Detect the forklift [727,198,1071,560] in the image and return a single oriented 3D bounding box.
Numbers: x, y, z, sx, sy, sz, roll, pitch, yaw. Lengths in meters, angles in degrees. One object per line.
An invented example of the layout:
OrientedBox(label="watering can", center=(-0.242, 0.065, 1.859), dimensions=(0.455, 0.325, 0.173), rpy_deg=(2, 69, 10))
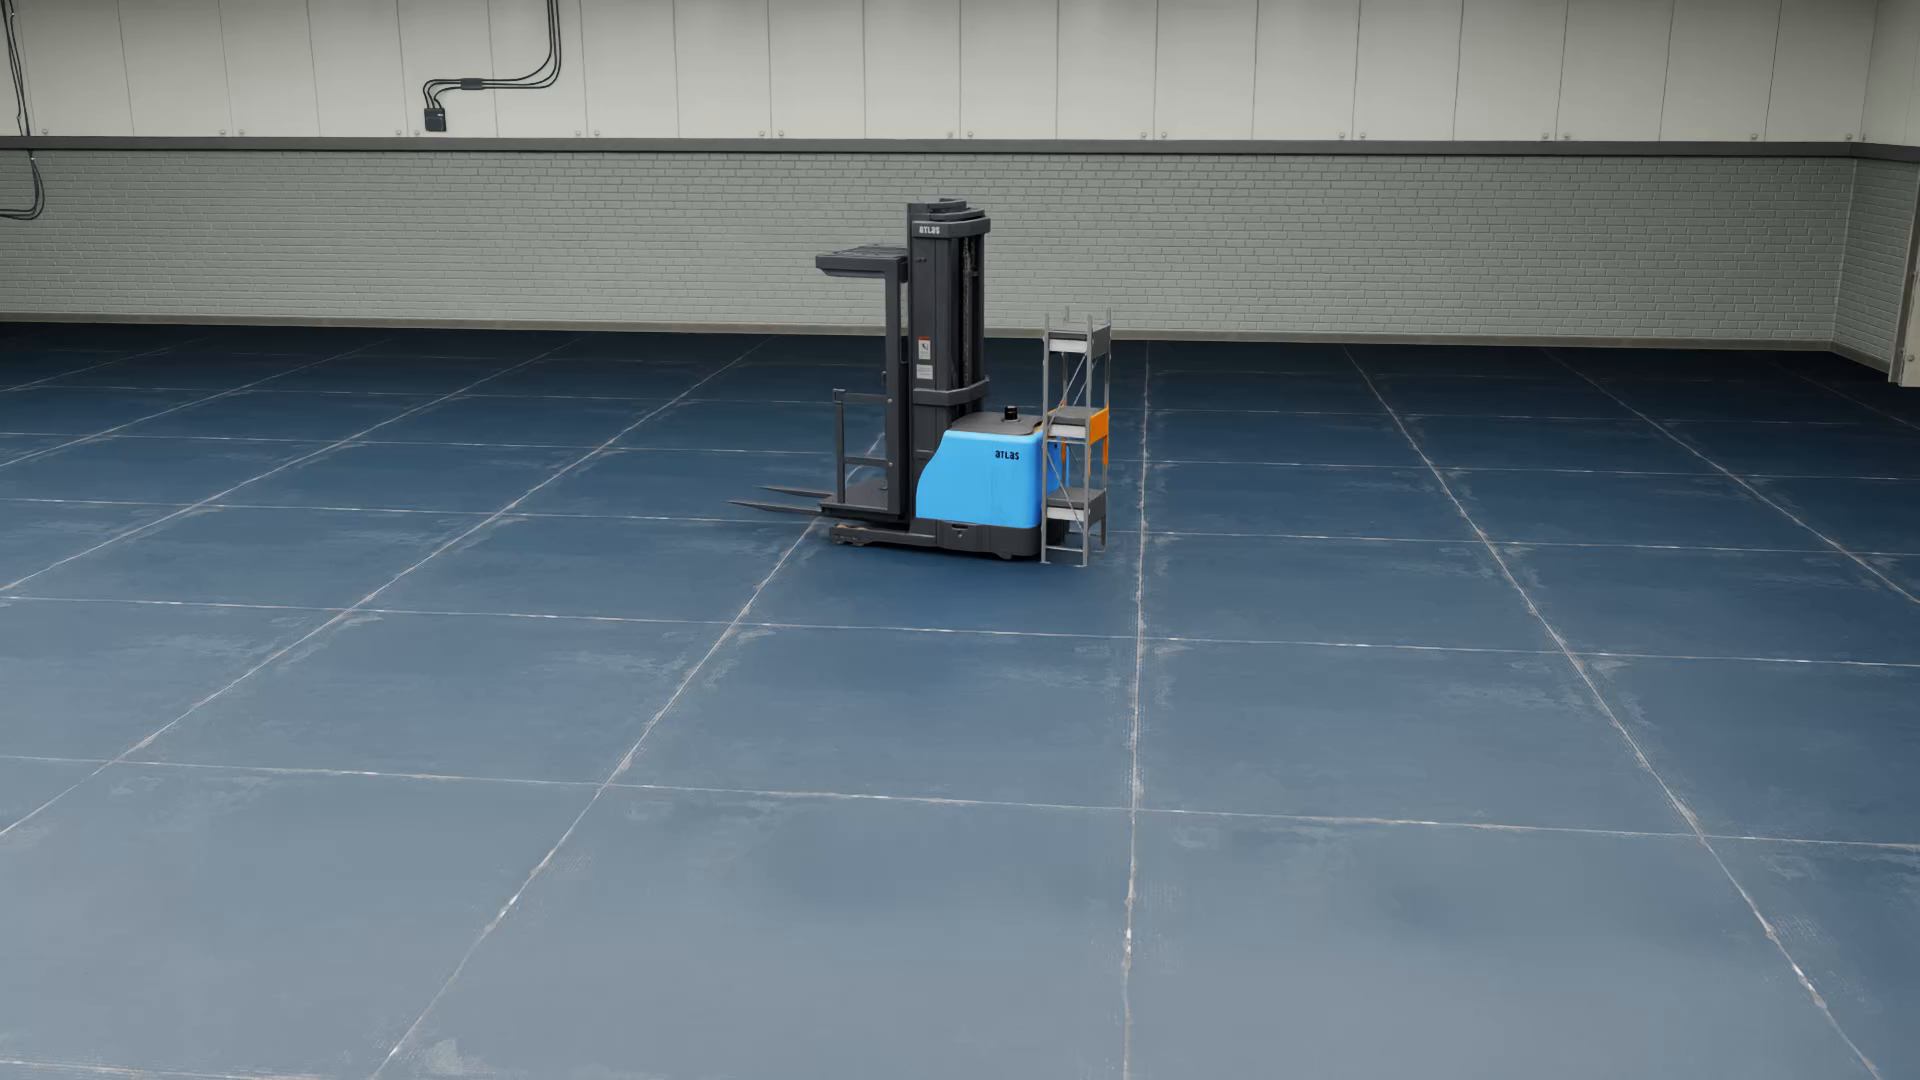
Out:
OrientedBox(label="forklift", center=(-0.590, -1.479, 14.516), dimensions=(3.031, 2.935, 1.130), rpy_deg=(6, 16, 22))

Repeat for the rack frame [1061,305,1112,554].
OrientedBox(label="rack frame", center=(1.064, -0.919, 14.037), dimensions=(0.400, 2.100, 0.015), rpy_deg=(6, 16, 22))

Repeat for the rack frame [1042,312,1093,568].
OrientedBox(label="rack frame", center=(0.876, -0.801, 13.602), dimensions=(0.400, 2.100, 0.015), rpy_deg=(6, 16, 22))

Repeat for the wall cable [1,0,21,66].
OrientedBox(label="wall cable", center=(-14.196, -8.962, 26.838), dimensions=(3.097, 2.526, 0.112), rpy_deg=(2, 15, 6))

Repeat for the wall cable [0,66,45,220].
OrientedBox(label="wall cable", center=(-16.884, -6.603, 27.792), dimensions=(3.097, 2.526, 0.112), rpy_deg=(2, 15, 6))

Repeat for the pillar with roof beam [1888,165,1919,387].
OrientedBox(label="pillar with roof beam", center=(8.491, -6.576, 21.743), dimensions=(9.100, 9.000, 0.400), rpy_deg=(2, 15, 6))

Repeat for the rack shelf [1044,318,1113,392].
OrientedBox(label="rack shelf", center=(0.970, -1.522, 13.640), dimensions=(0.431, 0.518, 0.480), rpy_deg=(6, 16, 22))

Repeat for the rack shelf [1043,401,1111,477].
OrientedBox(label="rack shelf", center=(0.970, -0.847, 13.823), dimensions=(0.431, 0.518, 0.480), rpy_deg=(6, 16, 22))

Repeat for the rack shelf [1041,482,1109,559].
OrientedBox(label="rack shelf", center=(0.970, -0.171, 14.005), dimensions=(0.431, 0.518, 0.480), rpy_deg=(6, 16, 22))

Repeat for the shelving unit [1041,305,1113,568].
OrientedBox(label="shelving unit", center=(0.970, -0.860, 13.819), dimensions=(0.431, 2.100, 0.503), rpy_deg=(6, 16, 22))

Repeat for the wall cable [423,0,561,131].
OrientedBox(label="wall cable", center=(-7.453, -9.460, 25.893), dimensions=(2.305, 6.003, 0.169), rpy_deg=(2, 15, 6))
